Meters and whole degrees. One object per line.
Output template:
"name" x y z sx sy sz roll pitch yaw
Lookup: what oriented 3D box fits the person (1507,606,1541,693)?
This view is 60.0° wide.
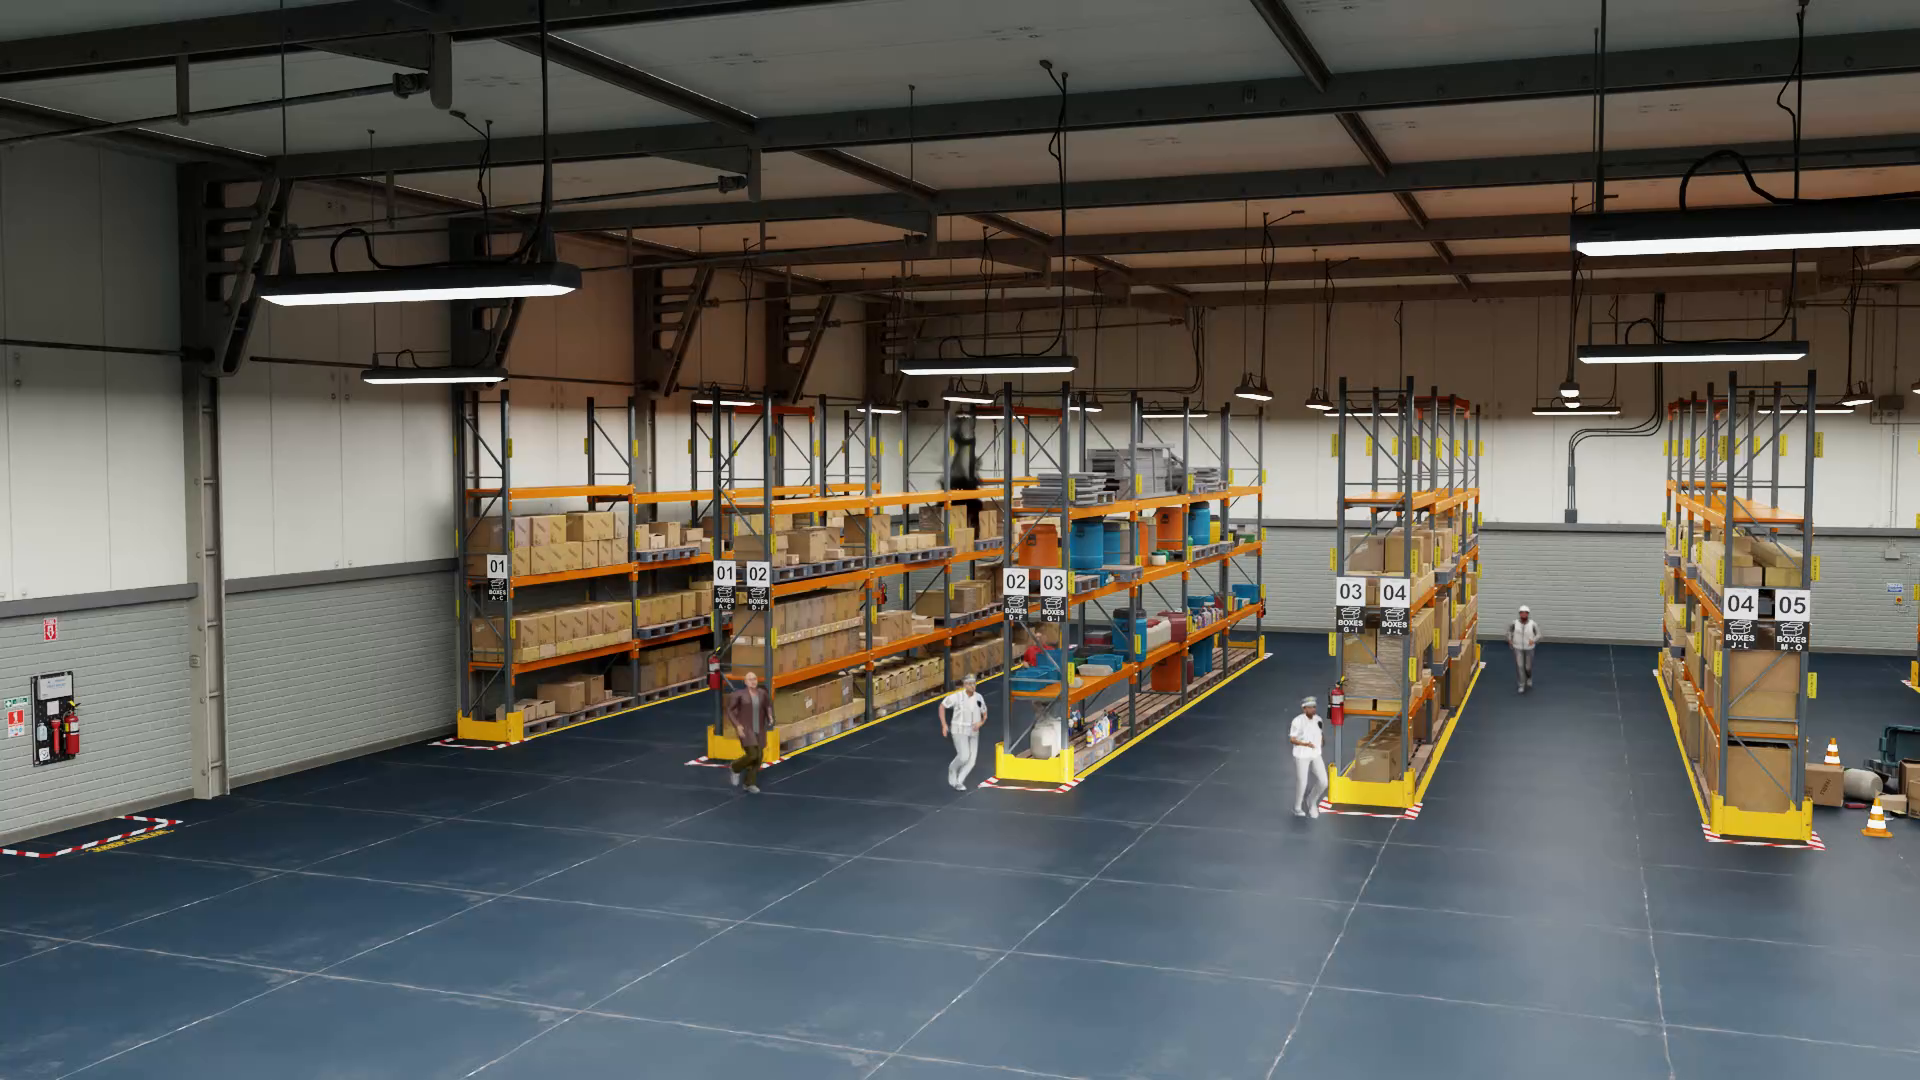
"person" 11.636 2.235 34.345 0.680 1.770 0.799 1 3 21

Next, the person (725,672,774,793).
"person" -3.034 2.799 24.269 0.700 1.748 0.673 -2 4 -37

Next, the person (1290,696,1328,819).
"person" 4.714 2.931 22.399 0.580 1.674 0.667 -1 3 -16

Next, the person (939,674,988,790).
"person" 0.097 2.800 24.253 0.692 1.711 0.546 -2 4 -29

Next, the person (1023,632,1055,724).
"person" 1.420 2.502 29.829 0.646 1.691 0.648 1 3 20
